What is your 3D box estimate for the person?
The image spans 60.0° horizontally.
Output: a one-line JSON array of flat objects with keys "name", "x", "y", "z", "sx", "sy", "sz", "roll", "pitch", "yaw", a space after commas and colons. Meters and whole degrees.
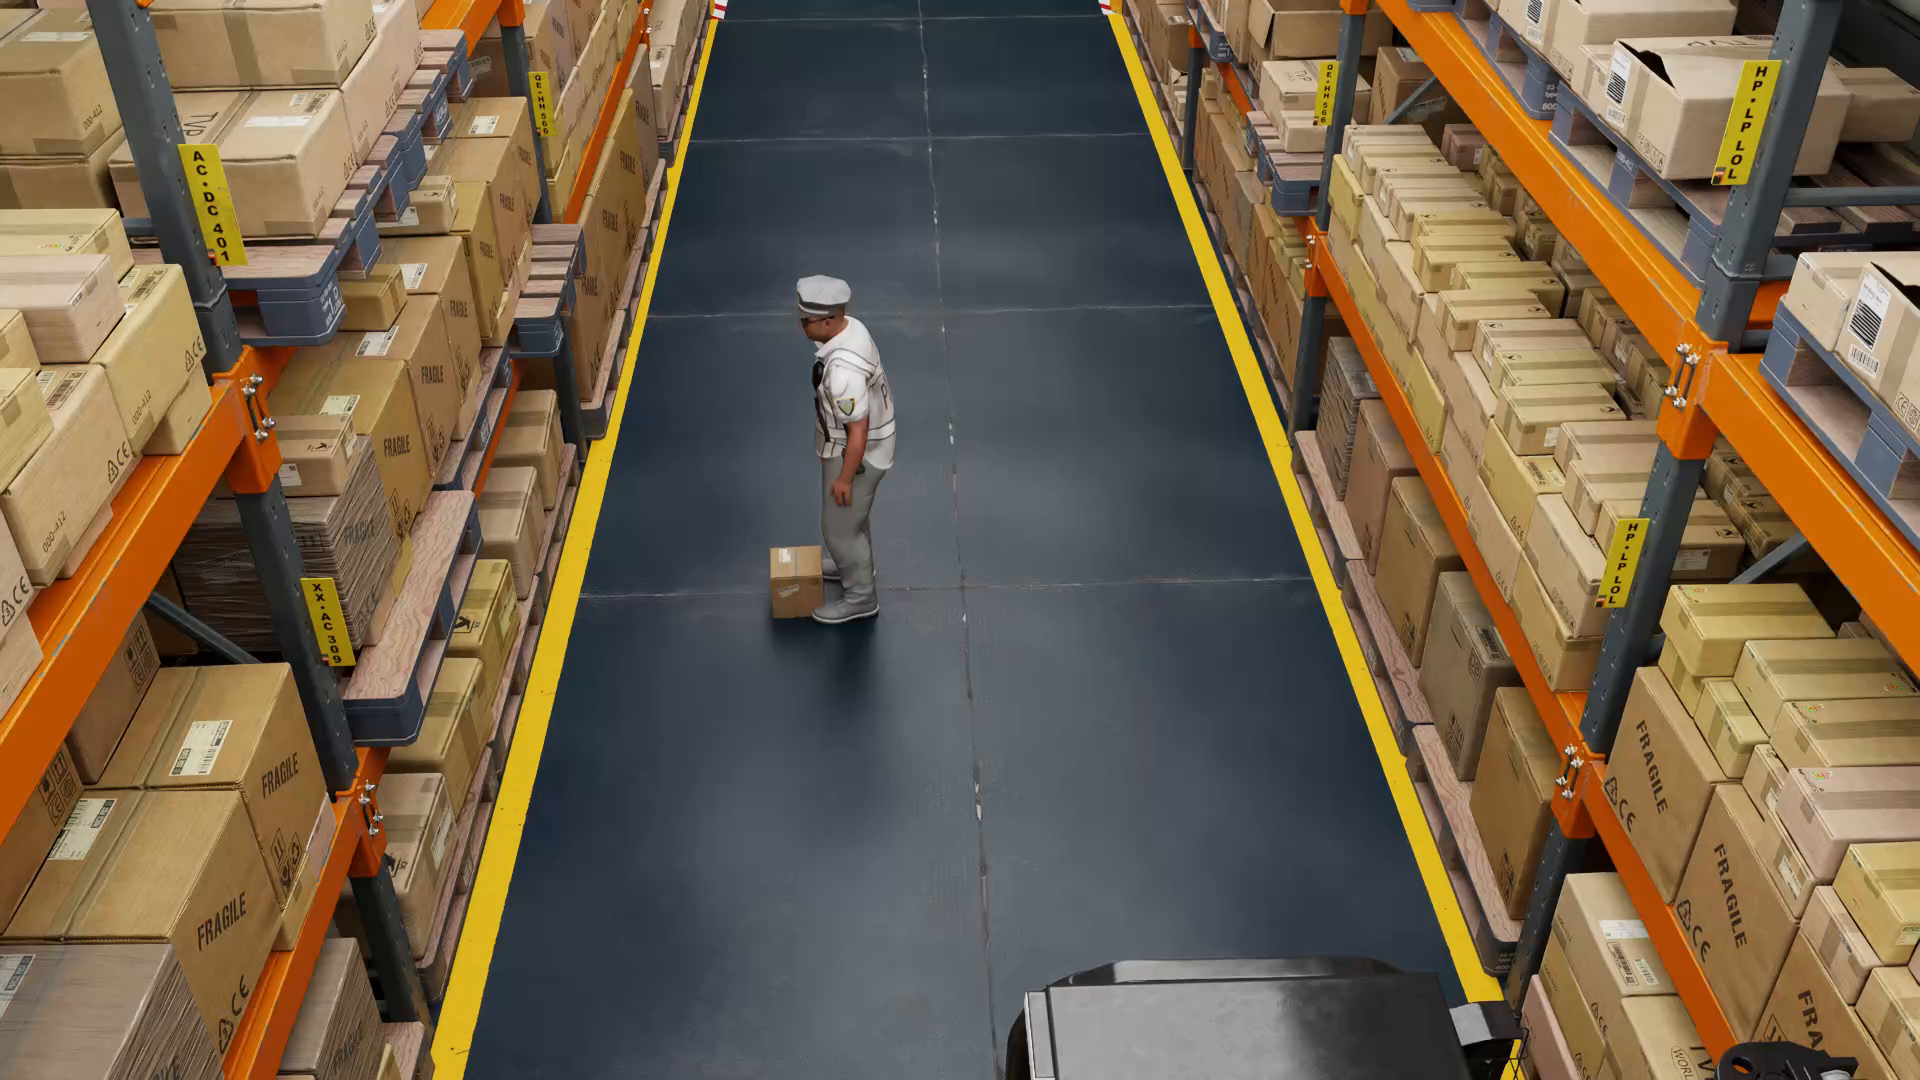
[{"name": "person", "x": -0.519, "y": -0.421, "z": 7.740, "sx": 0.437, "sy": 1.747, "sz": 0.602, "roll": -4, "pitch": 35, "yaw": -5}]
